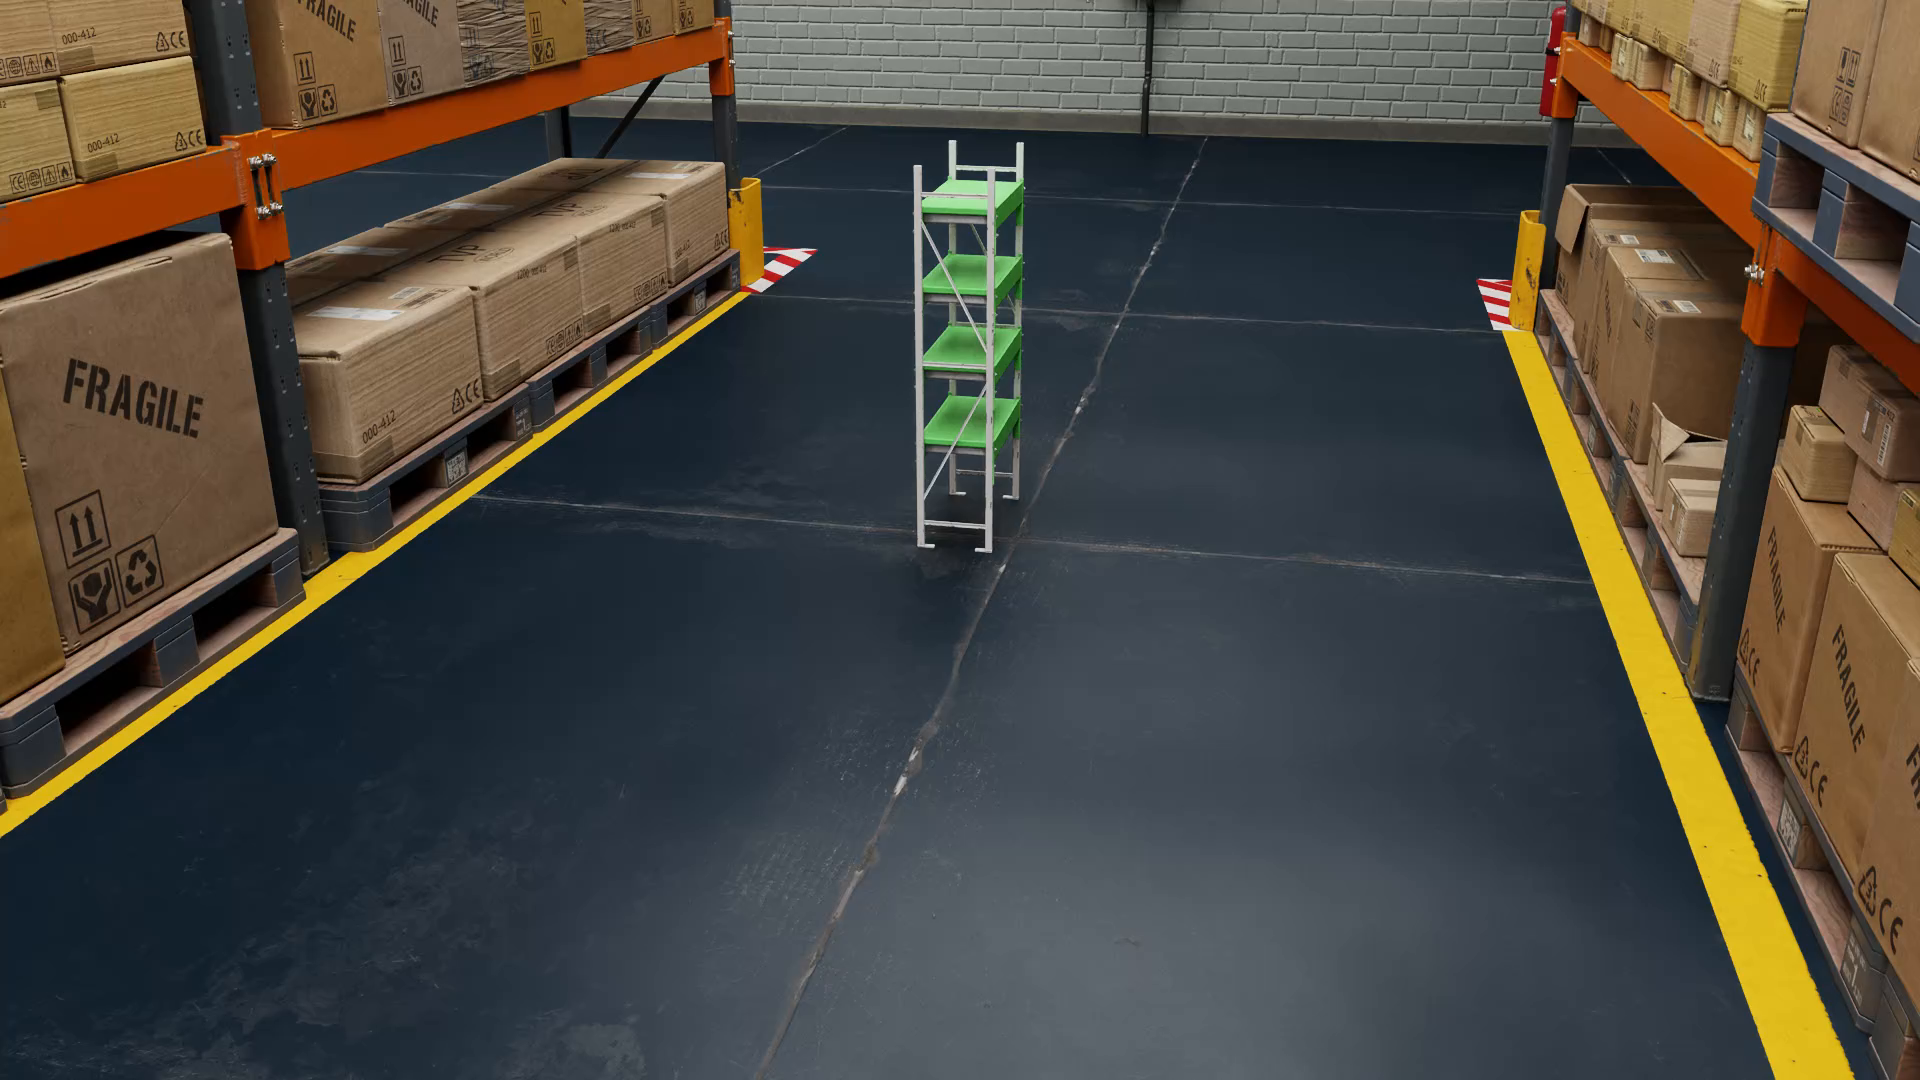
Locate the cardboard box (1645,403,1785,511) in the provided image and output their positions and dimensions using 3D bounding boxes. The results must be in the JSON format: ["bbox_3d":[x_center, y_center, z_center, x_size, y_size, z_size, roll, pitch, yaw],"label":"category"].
[{"bbox_3d":[2.301,-0.240,5.031,0.396,0.266,0.258,5,23,13],"label":"cardboard box"}]

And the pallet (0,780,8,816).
[{"bbox_3d":[-2.788,0.696,3.344,1.003,0.211,1.213,4,22,11],"label":"pallet"}]

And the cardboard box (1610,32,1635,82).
[{"bbox_3d":[2.571,-1.736,5.985,0.380,0.149,0.250,4,22,9],"label":"cardboard box"}]

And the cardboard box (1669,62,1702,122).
[{"bbox_3d":[2.386,-1.359,5.048,0.380,0.149,0.250,4,22,10],"label":"cardboard box"}]

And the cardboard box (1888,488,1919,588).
[{"bbox_3d":[2.047,0.020,3.203,0.380,0.149,0.250,3,22,8],"label":"cardboard box"}]

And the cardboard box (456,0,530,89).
[{"bbox_3d":[-1.891,-1.896,5.913,0.500,0.500,0.500,5,22,11],"label":"cardboard box"}]

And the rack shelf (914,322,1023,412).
[{"bbox_3d":[0.034,-0.558,5.304,0.258,0.148,0.480,4,22,11],"label":"rack shelf"}]

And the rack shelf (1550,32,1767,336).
[{"bbox_3d":[2.810,-1.354,5.663,1.077,0.370,4.000,4,22,11],"label":"rack shelf"}]

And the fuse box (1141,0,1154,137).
[{"bbox_3d":[1.513,-4.049,13.117,0.539,1.711,0.414,4,22,11],"label":"fuse box"}]

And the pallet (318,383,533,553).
[{"bbox_3d":[-2.226,-0.312,5.846,1.003,0.211,1.213,4,22,11],"label":"pallet"}]

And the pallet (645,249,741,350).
[{"bbox_3d":[-1.728,-1.204,8.061,1.003,0.211,1.213,4,22,11],"label":"pallet"}]

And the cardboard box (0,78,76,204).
[{"bbox_3d":[-2.407,-0.894,3.760,0.500,0.250,0.500,4,22,10],"label":"cardboard box"}]

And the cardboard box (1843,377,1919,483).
[{"bbox_3d":[2.063,-0.221,3.404,0.380,0.149,0.250,3,22,8],"label":"cardboard box"}]

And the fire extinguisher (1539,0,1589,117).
[{"bbox_3d":[2.796,-2.299,7.650,0.296,0.674,0.183,4,22,11],"label":"fire extinguisher"}]

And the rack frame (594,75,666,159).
[{"bbox_3d":[-1.638,-2.796,8.281,0.949,2.616,0.053,4,22,11],"label":"rack frame"}]

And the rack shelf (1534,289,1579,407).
[{"bbox_3d":[-12.557,-1.232,4.665,30.696,2.800,11.642,4,22,11],"label":"rack shelf"}]

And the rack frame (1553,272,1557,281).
[{"bbox_3d":[3.215,-2.419,7.346,0.949,2.616,0.053,4,22,11],"label":"rack frame"}]

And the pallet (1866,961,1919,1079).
[{"bbox_3d":[2.027,1.085,2.377,1.003,0.211,1.213,4,22,11],"label":"pallet"}]

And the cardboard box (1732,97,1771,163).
[{"bbox_3d":[2.252,-1.072,4.338,0.380,0.149,0.250,5,22,12],"label":"cardboard box"}]

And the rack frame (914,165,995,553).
[{"bbox_3d":[-0.016,-0.528,5.058,0.240,1.200,0.015,4,22,11],"label":"rack frame"}]

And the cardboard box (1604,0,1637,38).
[{"bbox_3d":[2.659,-1.972,6.038,0.500,0.250,0.500,4,22,10],"label":"cardboard box"}]

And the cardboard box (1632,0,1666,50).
[{"bbox_3d":[2.576,-1.783,5.569,0.500,0.250,0.500,4,22,10],"label":"cardboard box"}]

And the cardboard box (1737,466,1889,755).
[{"bbox_3d":[2.083,0.168,3.705,0.500,0.500,0.500,5,23,13],"label":"cardboard box"}]

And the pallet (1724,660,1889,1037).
[{"bbox_3d":[2.273,0.638,3.488,1.003,0.211,1.213,4,22,11],"label":"pallet"}]

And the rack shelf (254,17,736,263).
[{"bbox_3d":[-2.050,-1.731,6.599,1.077,0.370,4.000,4,22,11],"label":"rack shelf"}]

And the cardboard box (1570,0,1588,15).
[{"bbox_3d":[2.862,-2.342,6.956,0.500,0.250,0.500,5,22,11],"label":"cardboard box"}]

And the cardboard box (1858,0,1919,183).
[{"bbox_3d":[1.979,-0.848,2.748,0.700,0.500,0.500,5,22,12],"label":"cardboard box"}]

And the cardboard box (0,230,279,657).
[{"bbox_3d":[-2.506,-0.310,4.389,0.875,0.875,0.875,5,23,13],"label":"cardboard box"}]

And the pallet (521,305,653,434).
[{"bbox_3d":[-1.979,-0.759,6.957,1.003,0.211,1.213,4,22,11],"label":"pallet"}]

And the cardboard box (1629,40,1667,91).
[{"bbox_3d":[2.538,-1.638,5.742,0.380,0.149,0.250,5,22,12],"label":"cardboard box"}]

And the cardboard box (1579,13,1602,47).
[{"bbox_3d":[2.883,-2.203,7.145,0.380,0.149,0.250,4,22,11],"label":"cardboard box"}]

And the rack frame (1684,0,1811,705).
[{"bbox_3d":[2.402,-0.956,3.713,1.000,3.000,0.127,4,22,11],"label":"rack frame"}]

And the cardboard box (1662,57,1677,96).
[{"bbox_3d":[2.552,-1.539,5.495,0.380,0.149,0.250,4,22,11],"label":"cardboard box"}]

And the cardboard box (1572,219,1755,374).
[{"bbox_3d":[2.788,-0.928,6.427,0.700,0.500,0.500,5,23,13],"label":"cardboard box"}]

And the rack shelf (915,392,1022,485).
[{"bbox_3d":[0.034,-0.335,5.393,0.258,0.148,0.480,4,22,11],"label":"rack shelf"}]

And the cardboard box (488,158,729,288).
[{"bbox_3d":[-1.678,-1.553,8.063,0.875,0.438,0.875,4,22,9],"label":"cardboard box"}]

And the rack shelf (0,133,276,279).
[{"bbox_3d":[-2.866,-0.268,2.967,1.077,0.370,4.000,4,22,11],"label":"rack shelf"}]

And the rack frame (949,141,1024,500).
[{"bbox_3d":[0.084,-0.706,5.501,0.240,1.200,0.015,4,22,11],"label":"rack frame"}]

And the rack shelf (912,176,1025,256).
[{"bbox_3d":[0.034,-1.003,5.124,0.258,0.148,0.480,4,22,11],"label":"rack shelf"}]

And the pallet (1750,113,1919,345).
[{"bbox_3d":[2.132,-0.583,3.044,1.003,0.211,1.213,4,22,11],"label":"pallet"}]

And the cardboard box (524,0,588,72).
[{"bbox_3d":[-1.786,-2.085,6.381,0.500,0.500,0.500,5,22,13],"label":"cardboard box"}]

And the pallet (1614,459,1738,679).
[{"bbox_3d":[2.543,0.086,4.857,1.003,0.211,1.213,4,22,11],"label":"pallet"}]

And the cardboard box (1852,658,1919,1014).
[{"bbox_3d":[1.878,0.546,2.767,0.500,0.500,0.500,4,22,9],"label":"cardboard box"}]

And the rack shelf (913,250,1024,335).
[{"bbox_3d":[0.034,-0.780,5.214,0.258,0.148,0.480,4,22,11],"label":"rack shelf"}]

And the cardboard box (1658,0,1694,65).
[{"bbox_3d":[2.470,-1.595,5.102,0.500,0.250,0.500,4,22,11],"label":"cardboard box"}]

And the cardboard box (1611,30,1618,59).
[{"bbox_3d":[2.745,-1.920,6.443,0.380,0.149,0.250,5,23,13],"label":"cardboard box"}]

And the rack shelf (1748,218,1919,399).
[{"bbox_3d":[1.994,0.109,2.031,1.077,0.370,4.000,4,22,11],"label":"rack shelf"}]

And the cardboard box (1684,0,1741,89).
[{"bbox_3d":[2.355,-1.414,4.652,0.500,0.250,0.500,5,22,11],"label":"cardboard box"}]

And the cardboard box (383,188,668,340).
[{"bbox_3d":[-1.857,-1.218,7.230,0.875,0.438,0.875,5,22,12],"label":"cardboard box"}]

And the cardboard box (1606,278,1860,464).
[{"bbox_3d":[2.577,-0.549,5.485,0.700,0.500,0.500,4,22,9],"label":"cardboard box"}]

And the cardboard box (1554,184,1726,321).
[{"bbox_3d":[3.001,-1.239,7.195,0.797,0.503,0.637,4,22,9],"label":"cardboard box"}]

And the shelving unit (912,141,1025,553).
[{"bbox_3d":[0.034,-0.617,5.280,0.258,1.200,0.503,4,22,11],"label":"shelving unit"}]

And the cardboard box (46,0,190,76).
[{"bbox_3d":[-2.310,-1.316,4.137,0.500,0.250,0.500,4,22,11],"label":"cardboard box"}]

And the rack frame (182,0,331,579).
[{"bbox_3d":[-2.458,-1.333,4.649,1.000,3.000,0.127,4,22,11],"label":"rack frame"}]

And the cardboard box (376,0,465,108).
[{"bbox_3d":[-1.999,-1.715,5.463,0.500,0.500,0.500,5,22,11],"label":"cardboard box"}]

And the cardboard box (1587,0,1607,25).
[{"bbox_3d":[2.760,-2.158,6.499,0.500,0.250,0.500,5,22,11],"label":"cardboard box"}]

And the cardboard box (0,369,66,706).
[{"bbox_3d":[-2.683,0.021,3.567,0.875,0.875,0.875,5,22,12],"label":"cardboard box"}]

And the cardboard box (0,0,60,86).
[{"bbox_3d":[-2.404,-1.132,3.682,0.500,0.250,0.500,5,22,12],"label":"cardboard box"}]

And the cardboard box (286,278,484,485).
[{"bbox_3d":[-2.224,-0.561,5.599,0.875,0.438,0.875,4,22,10],"label":"cardboard box"}]

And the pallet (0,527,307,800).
[{"bbox_3d":[-2.541,0.248,4.455,1.003,0.211,1.213,4,22,11],"label":"pallet"}]
